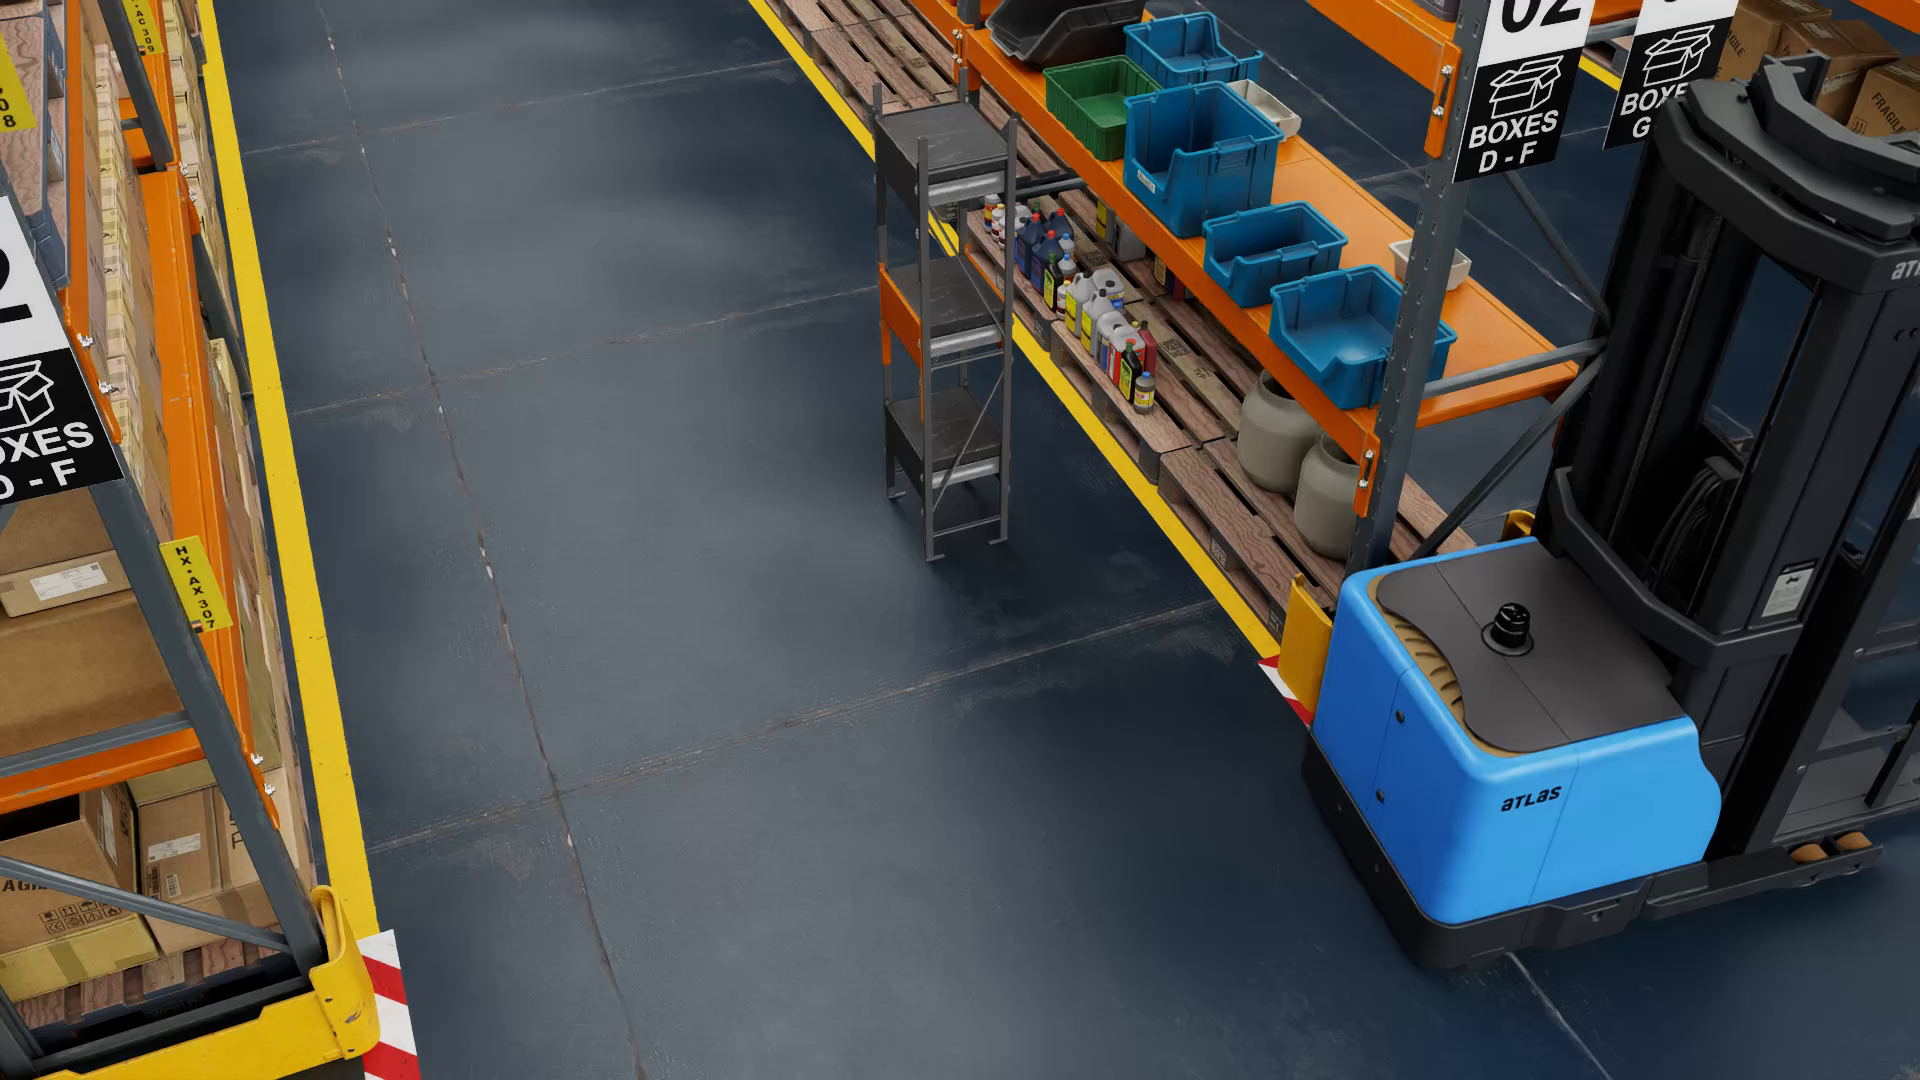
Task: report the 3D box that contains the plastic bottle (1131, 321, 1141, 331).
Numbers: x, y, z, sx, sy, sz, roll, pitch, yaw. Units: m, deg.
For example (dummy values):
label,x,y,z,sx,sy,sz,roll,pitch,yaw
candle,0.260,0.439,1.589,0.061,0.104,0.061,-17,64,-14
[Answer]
label,x,y,z,sx,sy,sz,roll,pitch,yaw
plastic bottle,0.874,-1.004,8.344,0.097,0.201,0.097,0,41,0

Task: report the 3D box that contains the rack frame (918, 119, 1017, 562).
label,x,y,z,sx,sy,sz,roll,pitch,yaw
rack frame,0.030,-0.749,6.929,0.400,2.100,0.015,-15,43,-17

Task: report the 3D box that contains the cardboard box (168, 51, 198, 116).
label,x,y,z,sx,sy,sz,roll,pitch,yaw
cardboard box,-4.817,-2.661,9.819,0.500,0.311,0.500,-15,43,-17

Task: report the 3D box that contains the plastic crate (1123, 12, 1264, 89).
label,x,y,z,sx,sy,sz,roll,pitch,yaw
plastic crate,1.142,-2.370,8.239,0.499,0.251,0.616,-15,43,-17

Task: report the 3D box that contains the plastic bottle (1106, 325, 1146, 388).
label,x,y,z,sx,sy,sz,roll,pitch,yaw
plastic bottle,0.819,-0.906,8.173,0.152,0.276,0.135,-15,43,-17

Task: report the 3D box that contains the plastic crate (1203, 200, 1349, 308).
label,x,y,z,sx,sy,sz,roll,pitch,yaw
plastic crate,1.287,-1.179,6.853,0.499,0.251,0.408,-15,43,-17

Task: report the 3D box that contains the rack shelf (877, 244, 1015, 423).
label,x,y,z,sx,sy,sz,roll,pitch,yaw
rack shelf,-0.063,-0.885,7.109,0.431,0.518,0.480,-15,43,-17

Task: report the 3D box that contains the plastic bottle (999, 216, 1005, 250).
label,x,y,z,sx,sy,sz,roll,pitch,yaw
plastic bottle,0.262,-1.708,9.163,0.097,0.201,0.097,0,41,0

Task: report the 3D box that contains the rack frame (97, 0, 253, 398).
label,x,y,z,sx,sy,sz,roll,pitch,yaw
rack frame,-4.110,-1.792,7.452,1.000,3.000,0.127,-15,43,-17

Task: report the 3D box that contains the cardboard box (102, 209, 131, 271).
label,x,y,z,sx,sy,sz,roll,pitch,yaw
cardboard box,-3.219,-1.041,6.005,0.380,0.149,0.250,-14,43,-15

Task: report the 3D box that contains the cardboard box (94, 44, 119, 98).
label,x,y,z,sx,sy,sz,roll,pitch,yaw
cardboard box,-3.808,-1.966,7.080,0.380,0.149,0.250,-15,43,-17

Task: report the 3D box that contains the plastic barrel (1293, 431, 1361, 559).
label,x,y,z,sx,sy,sz,roll,pitch,yaw
plastic barrel,1.676,-0.210,7.198,0.421,0.512,0.421,0,41,0

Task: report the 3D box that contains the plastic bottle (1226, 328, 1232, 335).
label,x,y,z,sx,sy,sz,roll,pitch,yaw
plastic bottle,1.423,-1.185,8.501,0.097,0.271,0.097,0,41,0

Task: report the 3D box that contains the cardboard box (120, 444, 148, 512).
label,x,y,z,sx,sy,sz,roll,pitch,yaw
cardboard box,-2.634,-0.115,4.928,0.380,0.149,0.250,-16,43,-18

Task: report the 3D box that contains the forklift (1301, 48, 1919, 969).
label,x,y,z,sx,sy,sz,roll,pitch,yaw
forklift,2.908,-0.146,5.591,3.031,2.935,1.130,-11,42,-12

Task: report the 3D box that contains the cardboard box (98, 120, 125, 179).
label,x,y,z,sx,sy,sz,roll,pitch,yaw
cardboard box,-3.512,-1.501,6.540,0.380,0.149,0.250,-15,43,-17

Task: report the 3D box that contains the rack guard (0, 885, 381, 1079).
label,x,y,z,sx,sy,sz,roll,pitch,yaw
rack guard,-2.571,1.579,5.448,1.175,0.500,0.348,-15,43,-17

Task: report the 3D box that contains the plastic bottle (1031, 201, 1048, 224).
label,x,y,z,sx,sy,sz,roll,pitch,yaw
plastic bottle,0.432,-1.700,9.091,0.061,0.283,0.133,-15,43,-17

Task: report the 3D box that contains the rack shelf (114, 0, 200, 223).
label,x,y,z,sx,sy,sz,roll,pitch,yaw
rack shelf,-4.875,-2.724,9.088,1.077,0.370,4.000,-15,43,-17

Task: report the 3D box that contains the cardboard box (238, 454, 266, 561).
label,x,y,z,sx,sy,sz,roll,pitch,yaw
cardboard box,-3.344,-0.083,7.251,0.500,0.250,0.500,-15,43,-17

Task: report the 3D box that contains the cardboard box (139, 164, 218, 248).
label,x,y,z,sx,sy,sz,roll,pitch,yaw
cardboard box,-4.225,-1.736,8.743,0.500,0.311,0.500,-16,43,-17

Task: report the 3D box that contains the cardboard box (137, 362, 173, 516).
label,x,y,z,sx,sy,sz,roll,pitch,yaw
cardboard box,-3.137,-0.321,5.664,0.700,0.500,0.500,-15,43,-17

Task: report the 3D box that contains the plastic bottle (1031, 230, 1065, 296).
label,x,y,z,sx,sy,sz,roll,pitch,yaw
plastic bottle,0.465,-1.485,8.789,0.144,0.351,0.185,-17,43,-19

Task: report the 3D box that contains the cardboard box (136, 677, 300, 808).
label,x,y,z,sx,sy,sz,roll,pitch,yaw
cardboard box,-2.774,0.822,6.199,0.500,0.250,0.500,-15,43,-17

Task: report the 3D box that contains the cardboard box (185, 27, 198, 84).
label,x,y,z,sx,sy,sz,roll,pitch,yaw
cardboard box,-5.214,-3.062,10.716,0.500,0.250,0.500,-14,43,-16

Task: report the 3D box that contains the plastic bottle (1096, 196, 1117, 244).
label,x,y,z,sx,sy,sz,roll,pitch,yaw
plastic bottle,0.847,-1.836,9.198,0.144,0.351,0.185,-15,43,-17

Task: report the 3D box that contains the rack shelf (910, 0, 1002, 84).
label,x,y,z,sx,sy,sz,roll,pitch,yaw
rack shelf,-0.298,-3.958,10.522,1.077,0.370,4.000,-15,43,-17

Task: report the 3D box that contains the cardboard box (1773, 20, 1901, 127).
label,x,y,z,sx,sy,sz,roll,pitch,yaw
cardboard box,5.386,-2.879,10.311,0.500,0.500,0.500,-3,41,-3

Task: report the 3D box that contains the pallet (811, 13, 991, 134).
label,x,y,z,sx,sy,sz,roll,pitch,yaw
pallet,-0.339,-3.168,11.191,1.003,0.211,1.213,-15,43,-17

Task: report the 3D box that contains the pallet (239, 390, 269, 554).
label,x,y,z,sx,sy,sz,roll,pitch,yaw
pallet,-3.845,-0.246,7.792,1.003,0.211,1.213,-15,43,-17

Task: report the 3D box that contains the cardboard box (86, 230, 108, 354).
label,x,y,z,sx,sy,sz,roll,pitch,yaw
cardboard box,-3.167,-0.848,5.282,0.700,0.500,0.500,-15,43,-17

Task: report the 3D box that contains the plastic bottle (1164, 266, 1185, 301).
label,x,y,z,sx,sy,sz,roll,pitch,yaw
plastic bottle,1.138,-1.411,8.754,0.061,0.283,0.133,-15,43,-17

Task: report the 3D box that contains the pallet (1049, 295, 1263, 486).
label,x,y,z,sx,sy,sz,roll,pitch,yaw
pallet,1.157,-0.817,8.457,1.003,0.211,1.213,-15,43,-17

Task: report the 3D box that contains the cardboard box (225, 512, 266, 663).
label,x,y,z,sx,sy,sz,roll,pitch,yaw
cardboard box,-2.976,0.239,6.302,0.500,0.500,0.500,-15,43,-17

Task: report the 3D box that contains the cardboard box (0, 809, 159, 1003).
label,x,y,z,sx,sy,sz,roll,pitch,yaw
cardboard box,-3.058,1.251,5.700,0.500,0.250,0.500,-15,43,-17

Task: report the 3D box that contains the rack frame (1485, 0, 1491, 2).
label,x,y,z,sx,sy,sz,roll,pitch,yaw
rack frame,1.998,-2.891,4.129,1.000,3.000,0.127,-15,43,-17

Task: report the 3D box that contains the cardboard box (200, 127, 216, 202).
label,x,y,z,sx,sy,sz,roll,pitch,yaw
cardboard box,-4.625,-2.140,9.643,0.500,0.250,0.500,-14,43,-16

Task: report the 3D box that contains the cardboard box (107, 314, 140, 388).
label,x,y,z,sx,sy,sz,roll,pitch,yaw
cardboard box,-2.927,-0.578,5.466,0.380,0.149,0.250,-16,43,-18

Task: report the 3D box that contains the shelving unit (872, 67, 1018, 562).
label,x,y,z,sx,sy,sz,roll,pitch,yaw
shelving unit,-0.063,-0.896,7.100,0.431,2.100,0.503,-15,43,-17

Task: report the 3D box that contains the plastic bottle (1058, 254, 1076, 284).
label,x,y,z,sx,sy,sz,roll,pitch,yaw
plastic bottle,0.556,-1.375,8.723,0.097,0.271,0.097,0,41,0

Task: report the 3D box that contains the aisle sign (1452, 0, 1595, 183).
label,x,y,z,sx,sy,sz,roll,pitch,yaw
aisle sign,1.751,-1.484,5.100,0.394,0.787,0.004,-15,43,-17

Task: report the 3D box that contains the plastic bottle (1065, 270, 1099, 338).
label,x,y,z,sx,sy,sz,roll,pitch,yaw
plastic bottle,0.628,-1.229,8.491,0.144,0.351,0.185,-15,43,-17

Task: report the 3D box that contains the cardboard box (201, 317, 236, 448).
label,x,y,z,sx,sy,sz,roll,pitch,yaw
cardboard box,-3.550,-0.664,7.352,0.500,0.500,0.500,-15,43,-17

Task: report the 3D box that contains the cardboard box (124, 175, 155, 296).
label,x,y,z,sx,sy,sz,roll,pitch,yaw
cardboard box,-3.727,-1.248,6.743,0.700,0.500,0.500,-16,43,-17

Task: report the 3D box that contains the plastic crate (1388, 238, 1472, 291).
label,x,y,z,sx,sy,sz,roll,pitch,yaw
plastic crate,1.953,-1.136,6.891,0.298,0.136,0.250,-15,43,-17

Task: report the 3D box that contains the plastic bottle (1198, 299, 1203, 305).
label,x,y,z,sx,sy,sz,roll,pitch,yaw
plastic bottle,1.306,-1.342,8.738,0.097,0.201,0.097,0,41,0

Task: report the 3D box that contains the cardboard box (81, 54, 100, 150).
label,x,y,z,sx,sy,sz,roll,pitch,yaw
cardboard box,-3.740,-1.752,6.334,0.700,0.500,0.500,-15,43,-17

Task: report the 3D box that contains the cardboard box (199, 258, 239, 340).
label,x,y,z,sx,sy,sz,roll,pitch,yaw
cardboard box,-4.036,-1.214,8.566,0.500,0.250,0.500,-16,43,-18

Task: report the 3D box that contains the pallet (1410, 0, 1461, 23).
label,x,y,z,sx,sy,sz,roll,pitch,yaw
pallet,1.772,-2.205,5.776,1.003,0.211,1.213,-15,43,-17

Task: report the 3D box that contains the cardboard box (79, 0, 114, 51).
label,x,y,z,sx,sy,sz,roll,pitch,yaw
cardboard box,-4.591,-2.614,8.331,0.500,0.500,0.500,-12,42,-14

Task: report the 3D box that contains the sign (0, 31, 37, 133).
label,x,y,z,sx,sy,sz,roll,pitch,yaw
sign,-2.065,-1.016,3.518,0.100,0.325,0.005,-15,43,-17
